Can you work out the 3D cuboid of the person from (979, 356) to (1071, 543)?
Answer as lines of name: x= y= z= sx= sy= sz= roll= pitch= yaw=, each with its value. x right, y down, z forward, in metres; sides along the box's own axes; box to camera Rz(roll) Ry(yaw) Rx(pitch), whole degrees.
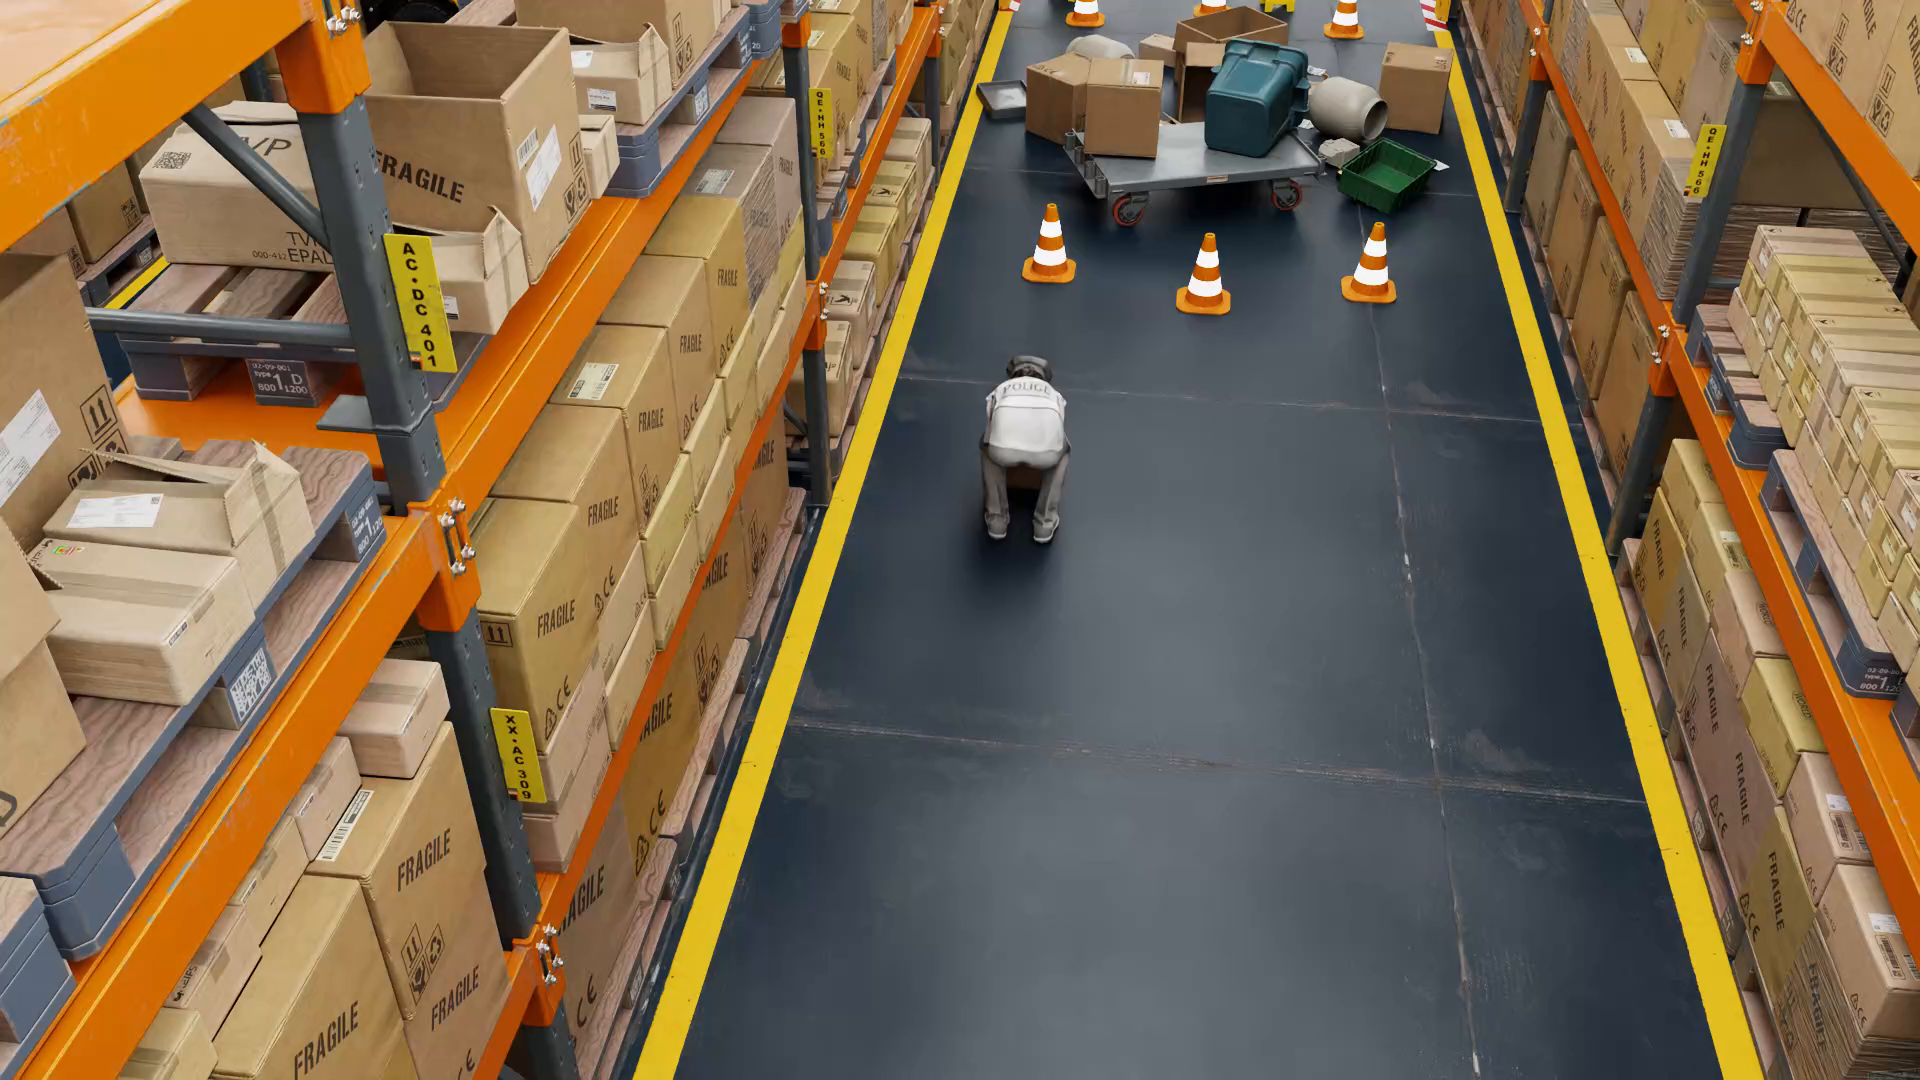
person: x=0.327 y=-0.469 z=8.417 sx=0.469 sy=0.823 sz=0.897 roll=3 pitch=36 yaw=4
